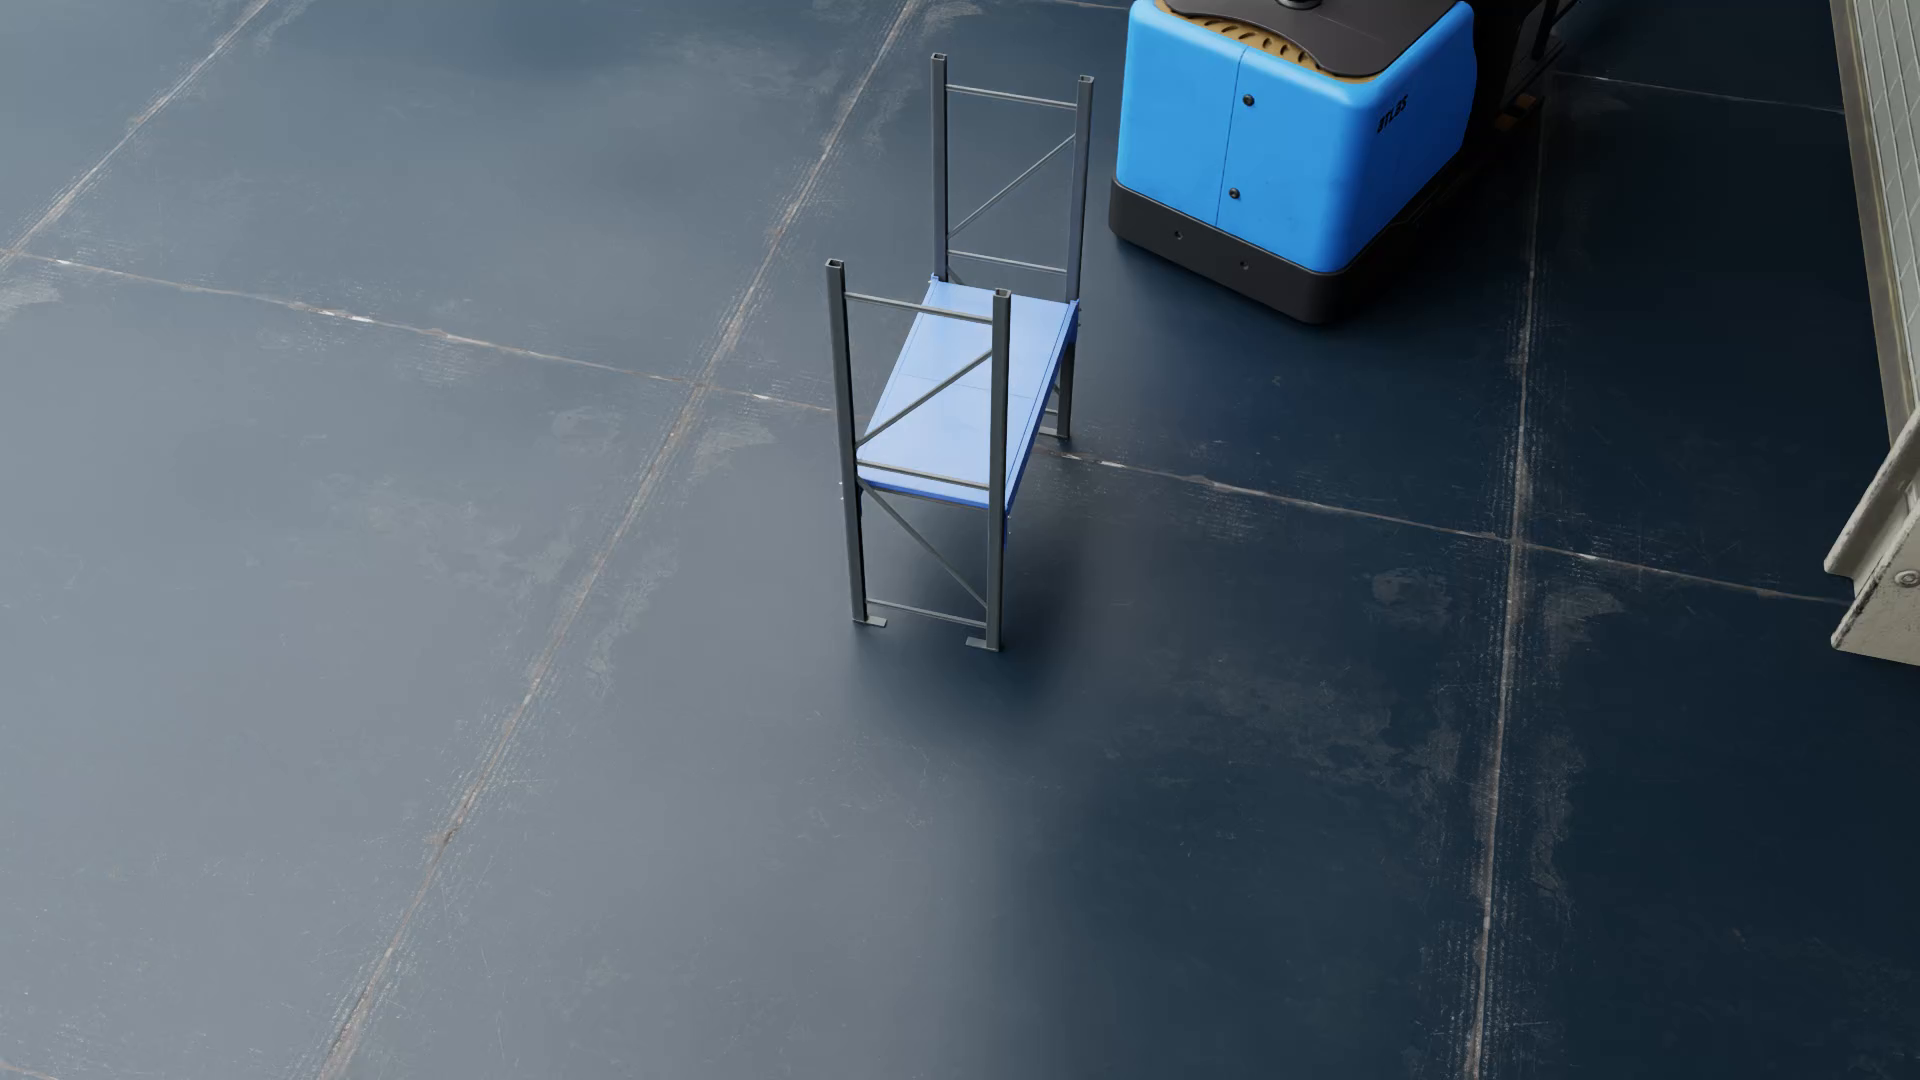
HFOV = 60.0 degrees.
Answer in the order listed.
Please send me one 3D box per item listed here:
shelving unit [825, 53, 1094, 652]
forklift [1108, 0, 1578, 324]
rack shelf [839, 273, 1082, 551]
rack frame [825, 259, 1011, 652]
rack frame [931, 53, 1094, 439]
[{"bbox_3d":[0.022,-0.558,5.242,0.538,1.500,1.048,12,50,10],"label":"shelving unit"},{"bbox_3d":[1.904,-2.856,6.316,1.130,2.935,3.031,30,55,24],"label":"forklift"},{"bbox_3d":[0.022,-0.439,5.377,0.538,0.185,1.000,12,50,10],"label":"rack shelf"},{"bbox_3d":[-0.111,-0.190,4.918,0.500,1.500,0.032,12,50,10],"label":"rack frame"},{"bbox_3d":[0.156,-0.926,5.567,0.500,1.500,0.032,12,50,10],"label":"rack frame"}]
